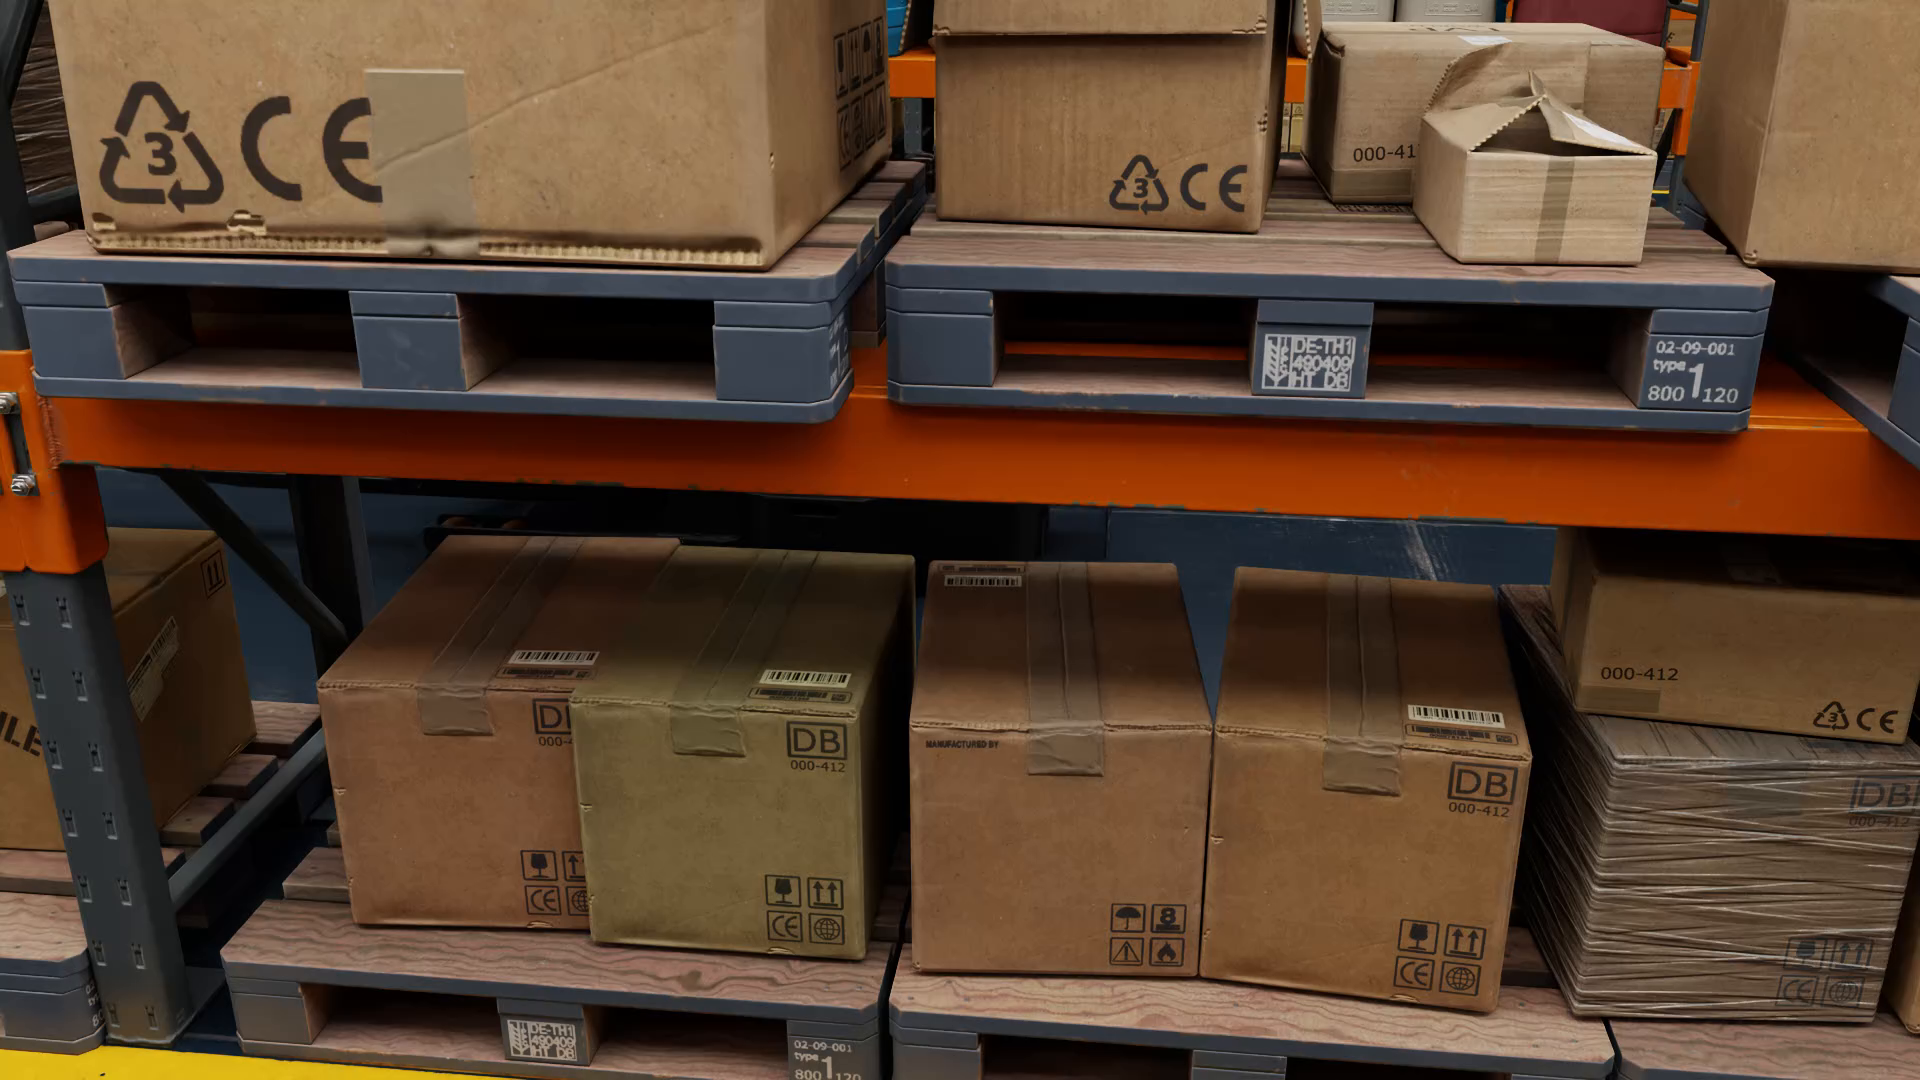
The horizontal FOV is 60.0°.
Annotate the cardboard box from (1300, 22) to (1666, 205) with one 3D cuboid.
[{"bbox_3d":[0.877,-0.750,2.890,0.500,0.250,0.500,2,22,5],"label":"cardboard box"}]

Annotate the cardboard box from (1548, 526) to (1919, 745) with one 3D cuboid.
[{"bbox_3d":[1.318,0.104,2.879,0.500,0.250,0.500,5,22,12],"label":"cardboard box"}]

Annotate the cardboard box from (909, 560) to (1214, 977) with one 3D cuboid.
[{"bbox_3d":[0.177,0.403,3.143,0.500,0.500,0.700,1,22,2],"label":"cardboard box"}]

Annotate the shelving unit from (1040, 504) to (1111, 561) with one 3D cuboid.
[{"bbox_3d":[0.376,-0.400,5.227,0.210,0.900,0.258,3,22,7],"label":"shelving unit"}]

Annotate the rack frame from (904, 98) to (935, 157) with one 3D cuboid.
[{"bbox_3d":[-0.288,-4.258,12.130,0.127,3.000,1.000,2,22,6],"label":"rack frame"}]

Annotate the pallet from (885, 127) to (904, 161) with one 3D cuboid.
[{"bbox_3d":[-1.073,-3.011,12.768,1.213,0.211,1.003,2,22,6],"label":"pallet"}]

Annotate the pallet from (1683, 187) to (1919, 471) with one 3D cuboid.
[{"bbox_3d":[1.795,-0.371,2.559,1.003,0.211,1.213,2,22,6],"label":"pallet"}]

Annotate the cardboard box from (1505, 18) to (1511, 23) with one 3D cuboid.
[{"bbox_3d":[4.978,-5.009,16.383,0.750,0.750,0.750,2,22,6],"label":"cardboard box"}]

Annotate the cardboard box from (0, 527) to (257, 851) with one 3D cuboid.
[{"bbox_3d":[-1.850,0.294,3.445,0.500,0.500,0.500,2,22,5],"label":"cardboard box"}]

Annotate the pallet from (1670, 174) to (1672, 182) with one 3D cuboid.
[{"bbox_3d":[5.629,-2.688,11.952,1.213,0.211,1.003,2,22,6],"label":"pallet"}]

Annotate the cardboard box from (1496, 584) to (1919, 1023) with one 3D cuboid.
[{"bbox_3d":[1.295,0.449,3.026,0.500,0.500,0.700,1,22,2],"label":"cardboard box"}]

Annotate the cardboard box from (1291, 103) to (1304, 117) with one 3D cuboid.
[{"bbox_3d":[2.618,-3.215,11.898,0.500,0.311,0.500,2,22,5],"label":"cardboard box"}]

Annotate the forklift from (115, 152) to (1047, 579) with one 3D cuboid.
[{"bbox_3d":[-1.226,-1.443,5.104,3.031,2.935,1.130,3,22,7],"label":"forklift"}]

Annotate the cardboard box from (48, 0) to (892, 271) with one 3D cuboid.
[{"bbox_3d":[-0.685,-1.030,2.578,1.000,1.000,1.000,3,22,7],"label":"cardboard box"}]

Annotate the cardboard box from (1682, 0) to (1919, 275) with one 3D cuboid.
[{"bbox_3d":[1.408,-0.706,2.439,0.500,0.500,0.700,6,22,14],"label":"cardboard box"}]

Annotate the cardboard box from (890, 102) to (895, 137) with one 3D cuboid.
[{"bbox_3d":[-0.774,-3.115,12.407,0.500,0.250,0.500,2,22,6],"label":"cardboard box"}]

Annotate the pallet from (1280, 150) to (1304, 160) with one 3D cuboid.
[{"bbox_3d":[2.871,-2.838,12.331,1.213,0.211,1.003,2,22,6],"label":"pallet"}]

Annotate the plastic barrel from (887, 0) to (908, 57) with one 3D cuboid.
[{"bbox_3d":[-0.527,-2.555,7.141,0.708,0.901,0.600,2,22,6],"label":"plastic barrel"}]

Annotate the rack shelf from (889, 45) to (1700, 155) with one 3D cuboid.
[{"bbox_3d":[1.112,-2.028,7.469,4.000,0.370,1.077,2,22,6],"label":"rack shelf"}]

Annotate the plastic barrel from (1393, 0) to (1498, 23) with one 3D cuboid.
[{"bbox_3d":[2.051,-2.295,7.013,0.421,0.512,0.421,0,22,0],"label":"plastic barrel"}]

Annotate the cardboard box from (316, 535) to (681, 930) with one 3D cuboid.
[{"bbox_3d":[-0.850,0.351,3.273,0.500,0.500,0.700,1,22,2],"label":"cardboard box"}]

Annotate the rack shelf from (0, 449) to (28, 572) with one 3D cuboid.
[{"bbox_3d":[-3.444,-0.393,3.333,4.000,0.370,1.077,2,22,6],"label":"rack shelf"}]

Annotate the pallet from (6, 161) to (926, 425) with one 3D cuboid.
[{"bbox_3d":[-0.716,-0.466,2.799,1.213,0.211,1.003,2,22,6],"label":"pallet"}]

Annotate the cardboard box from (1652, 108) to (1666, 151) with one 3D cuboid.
[{"bbox_3d":[4.623,-2.982,11.705,0.500,0.500,0.500,2,22,4],"label":"cardboard box"}]

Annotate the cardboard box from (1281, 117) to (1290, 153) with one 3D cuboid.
[{"bbox_3d":[2.122,-2.979,12.064,0.500,0.250,0.500,3,22,8],"label":"cardboard box"}]

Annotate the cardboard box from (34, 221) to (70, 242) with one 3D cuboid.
[{"bbox_3d":[-1.706,-0.426,2.780,0.250,0.149,0.380,2,22,6],"label":"cardboard box"}]

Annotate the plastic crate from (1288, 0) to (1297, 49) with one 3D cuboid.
[{"bbox_3d":[1.529,-2.488,7.566,0.583,0.464,0.402,2,22,6],"label":"plastic crate"}]

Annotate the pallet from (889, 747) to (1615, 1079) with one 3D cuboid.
[{"bbox_3d":[0.531,0.741,3.279,1.213,0.211,1.003,2,22,6],"label":"pallet"}]

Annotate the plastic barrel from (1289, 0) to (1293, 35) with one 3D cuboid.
[{"bbox_3d":[1.208,-2.341,7.096,0.433,0.535,0.433,0,22,0],"label":"plastic barrel"}]

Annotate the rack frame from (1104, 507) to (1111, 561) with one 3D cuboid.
[{"bbox_3d":[0.476,-0.395,5.214,0.006,0.900,0.240,3,22,7],"label":"rack frame"}]

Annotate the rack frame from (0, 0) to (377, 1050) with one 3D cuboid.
[{"bbox_3d":[-1.457,-0.641,2.982,0.127,3.000,1.000,2,22,6],"label":"rack frame"}]
